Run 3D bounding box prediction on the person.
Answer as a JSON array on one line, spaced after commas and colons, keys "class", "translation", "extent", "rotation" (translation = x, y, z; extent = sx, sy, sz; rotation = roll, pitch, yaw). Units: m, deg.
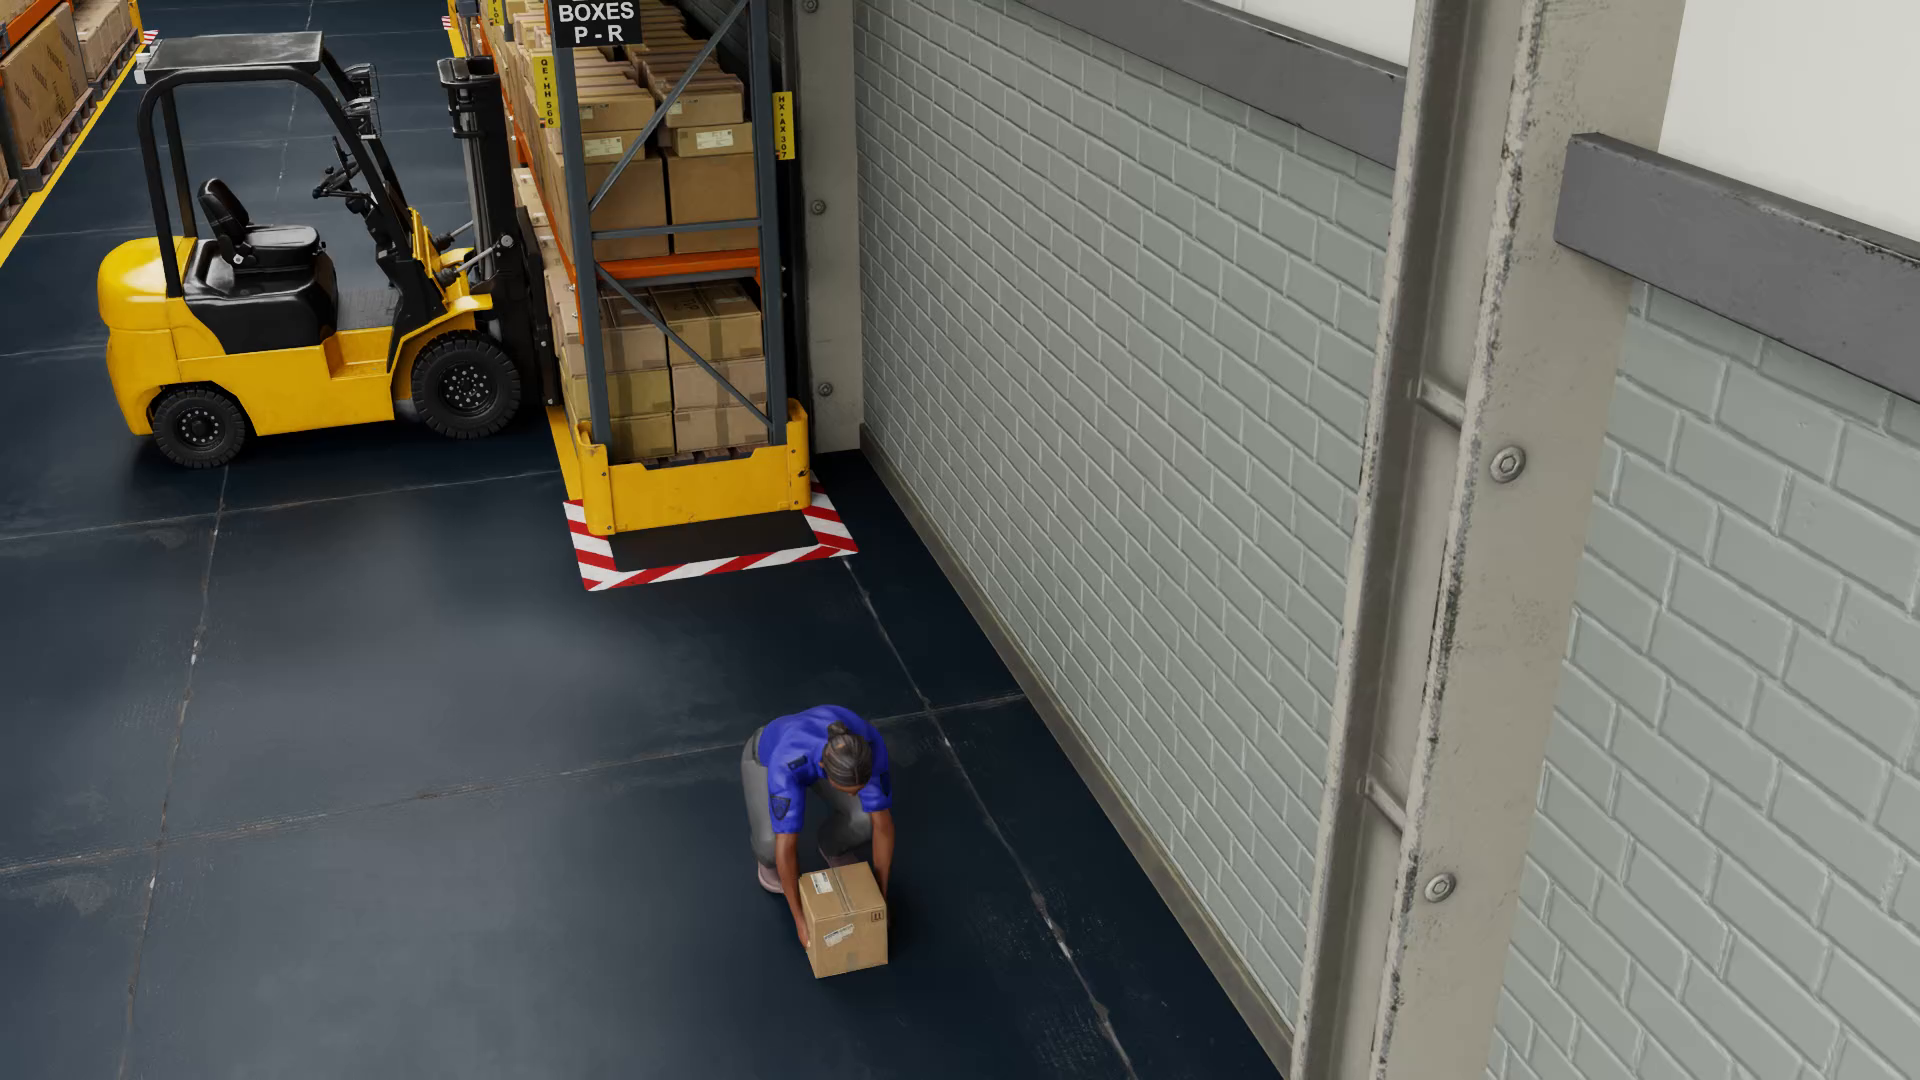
[{"class": "person", "translation": [-0.505, 0.889, 5.792], "extent": [0.479, 0.818, 0.816], "rotation": [-8, 28, -16]}]
